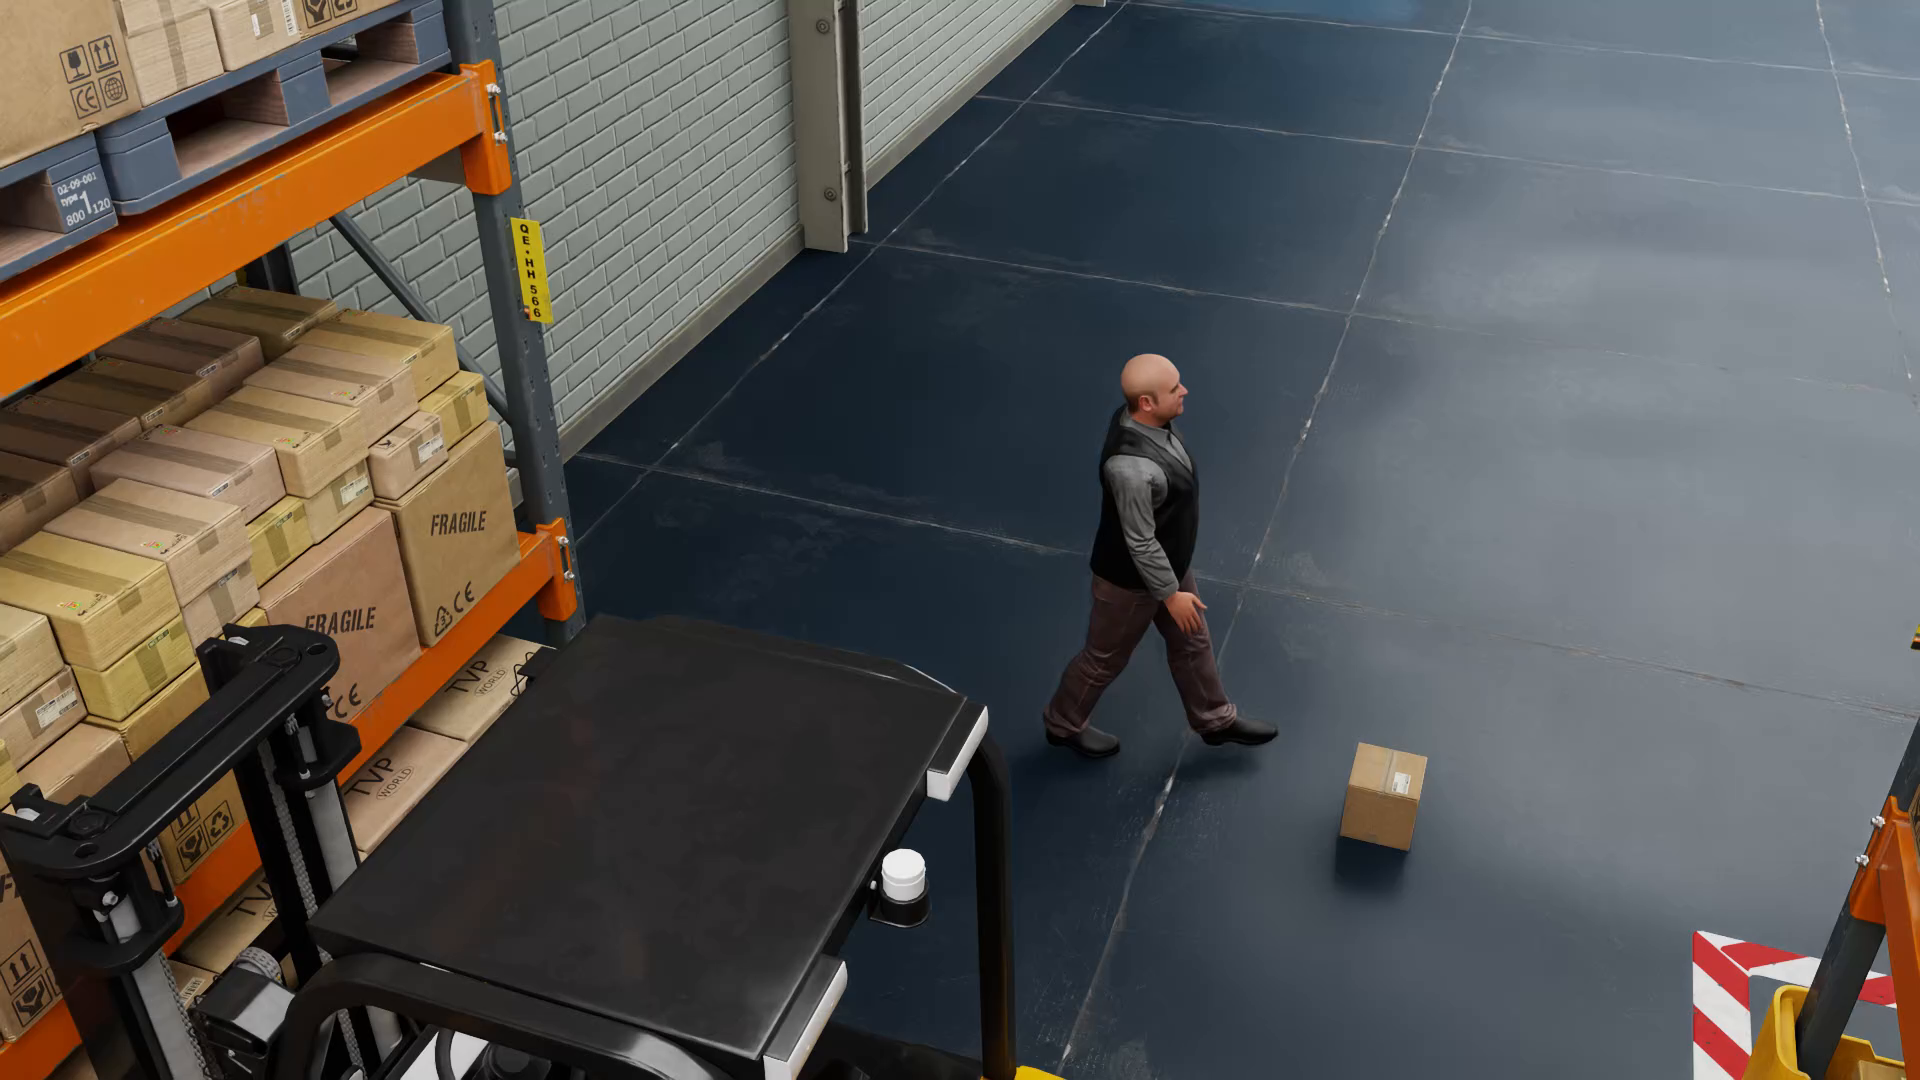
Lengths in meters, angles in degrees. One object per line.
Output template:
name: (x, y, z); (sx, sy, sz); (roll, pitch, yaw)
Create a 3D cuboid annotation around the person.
person: (0.746, 0.117, 5.951); (0.886, 1.684, 0.546); (10, 34, 15)
